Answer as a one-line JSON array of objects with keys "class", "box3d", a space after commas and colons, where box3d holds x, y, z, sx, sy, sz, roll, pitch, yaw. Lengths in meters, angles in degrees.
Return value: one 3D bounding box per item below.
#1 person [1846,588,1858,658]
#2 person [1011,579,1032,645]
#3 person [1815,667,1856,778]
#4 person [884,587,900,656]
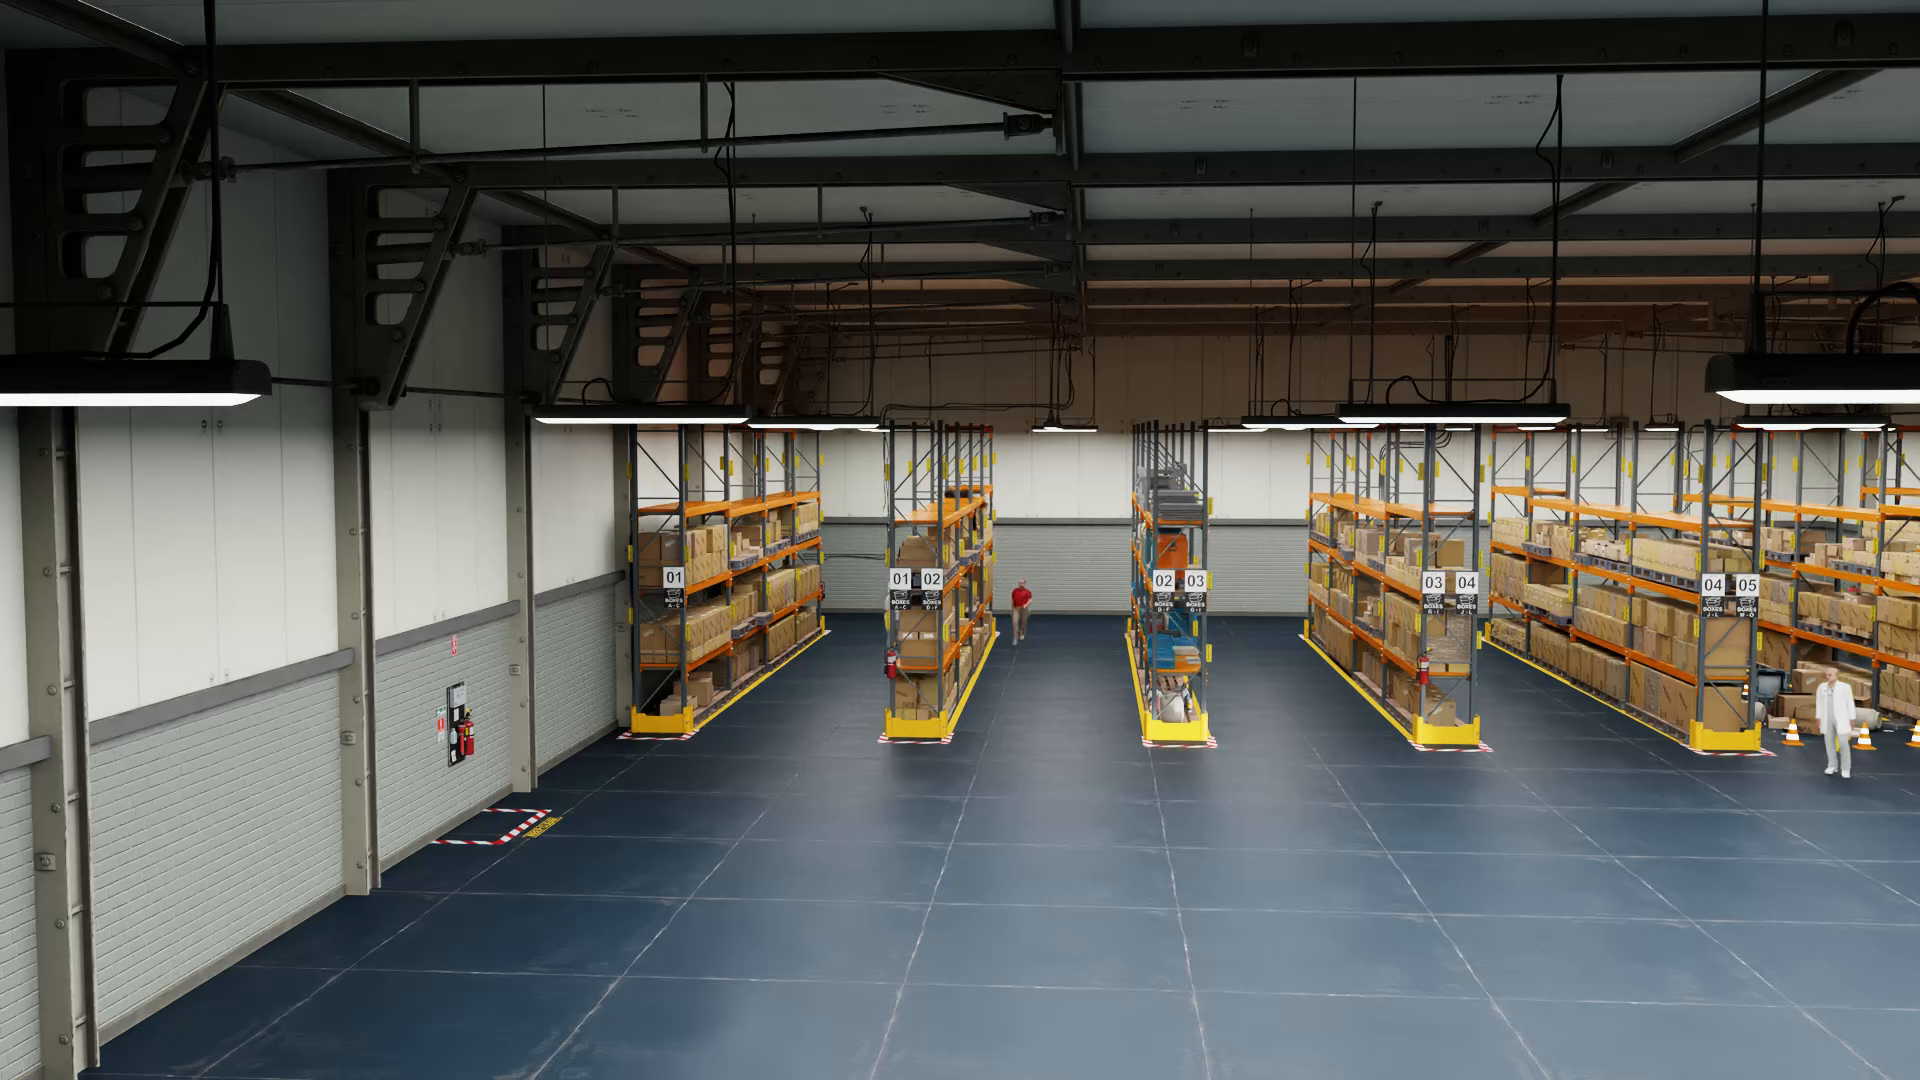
[{"class": "person", "box3d": [22.817, 2.127, 42.583, 0.608, 1.820, 0.511, -1, 4, -20]}, {"class": "person", "box3d": [1.636, 1.918, 44.664, 0.586, 1.713, 0.986, 0, 4, 5]}, {"class": "person", "box3d": [14.737, 3.072, 28.057, 0.402, 1.834, 0.635, -3, 5, -41]}, {"class": "person", "box3d": [-1.677, 2.061, 41.589, 0.388, 1.820, 0.618, 1, 4, 19]}]
